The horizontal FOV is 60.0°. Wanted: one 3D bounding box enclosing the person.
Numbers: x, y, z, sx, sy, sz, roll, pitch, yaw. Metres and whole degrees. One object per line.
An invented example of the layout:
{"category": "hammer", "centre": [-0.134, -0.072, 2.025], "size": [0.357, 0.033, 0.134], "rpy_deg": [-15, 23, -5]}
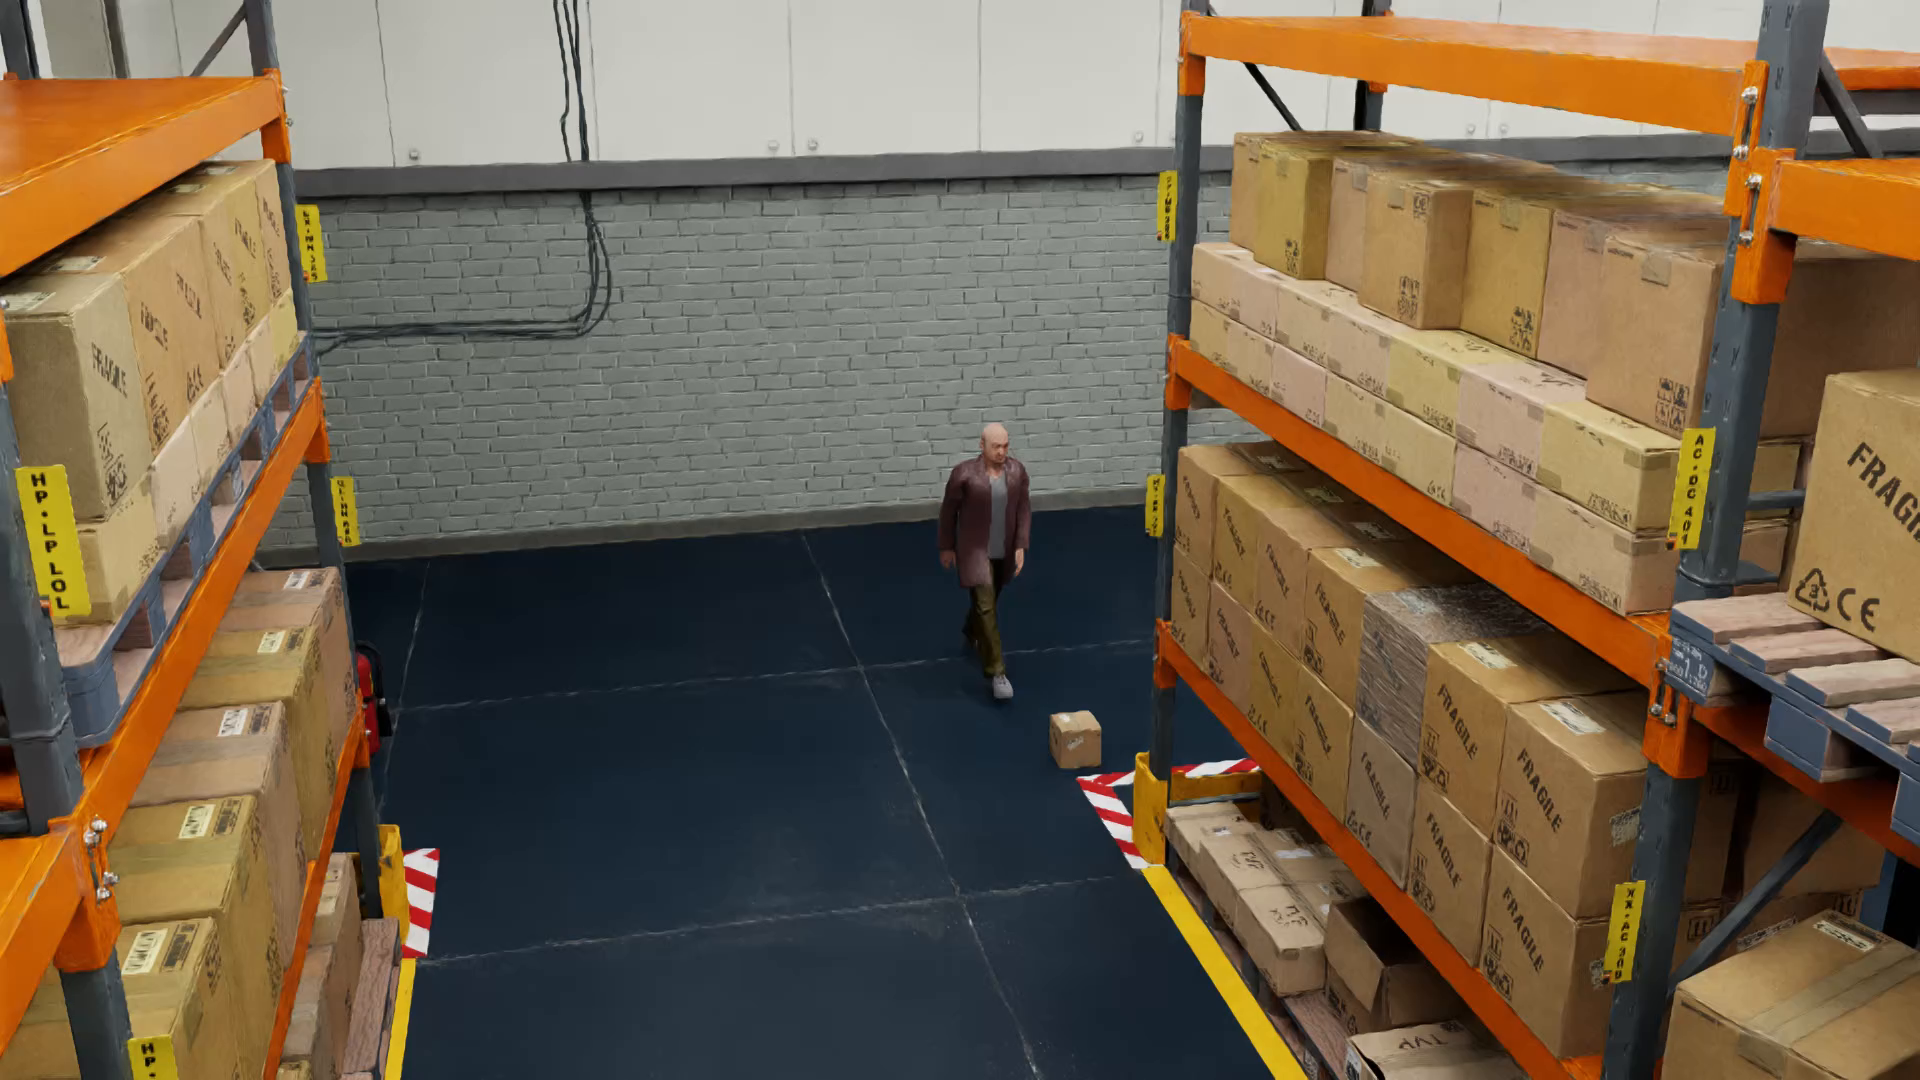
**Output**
{"category": "person", "centre": [0.202, 0.069, 10.866], "size": [0.589, 1.721, 1.072], "rpy_deg": [-10, 22, -26]}
